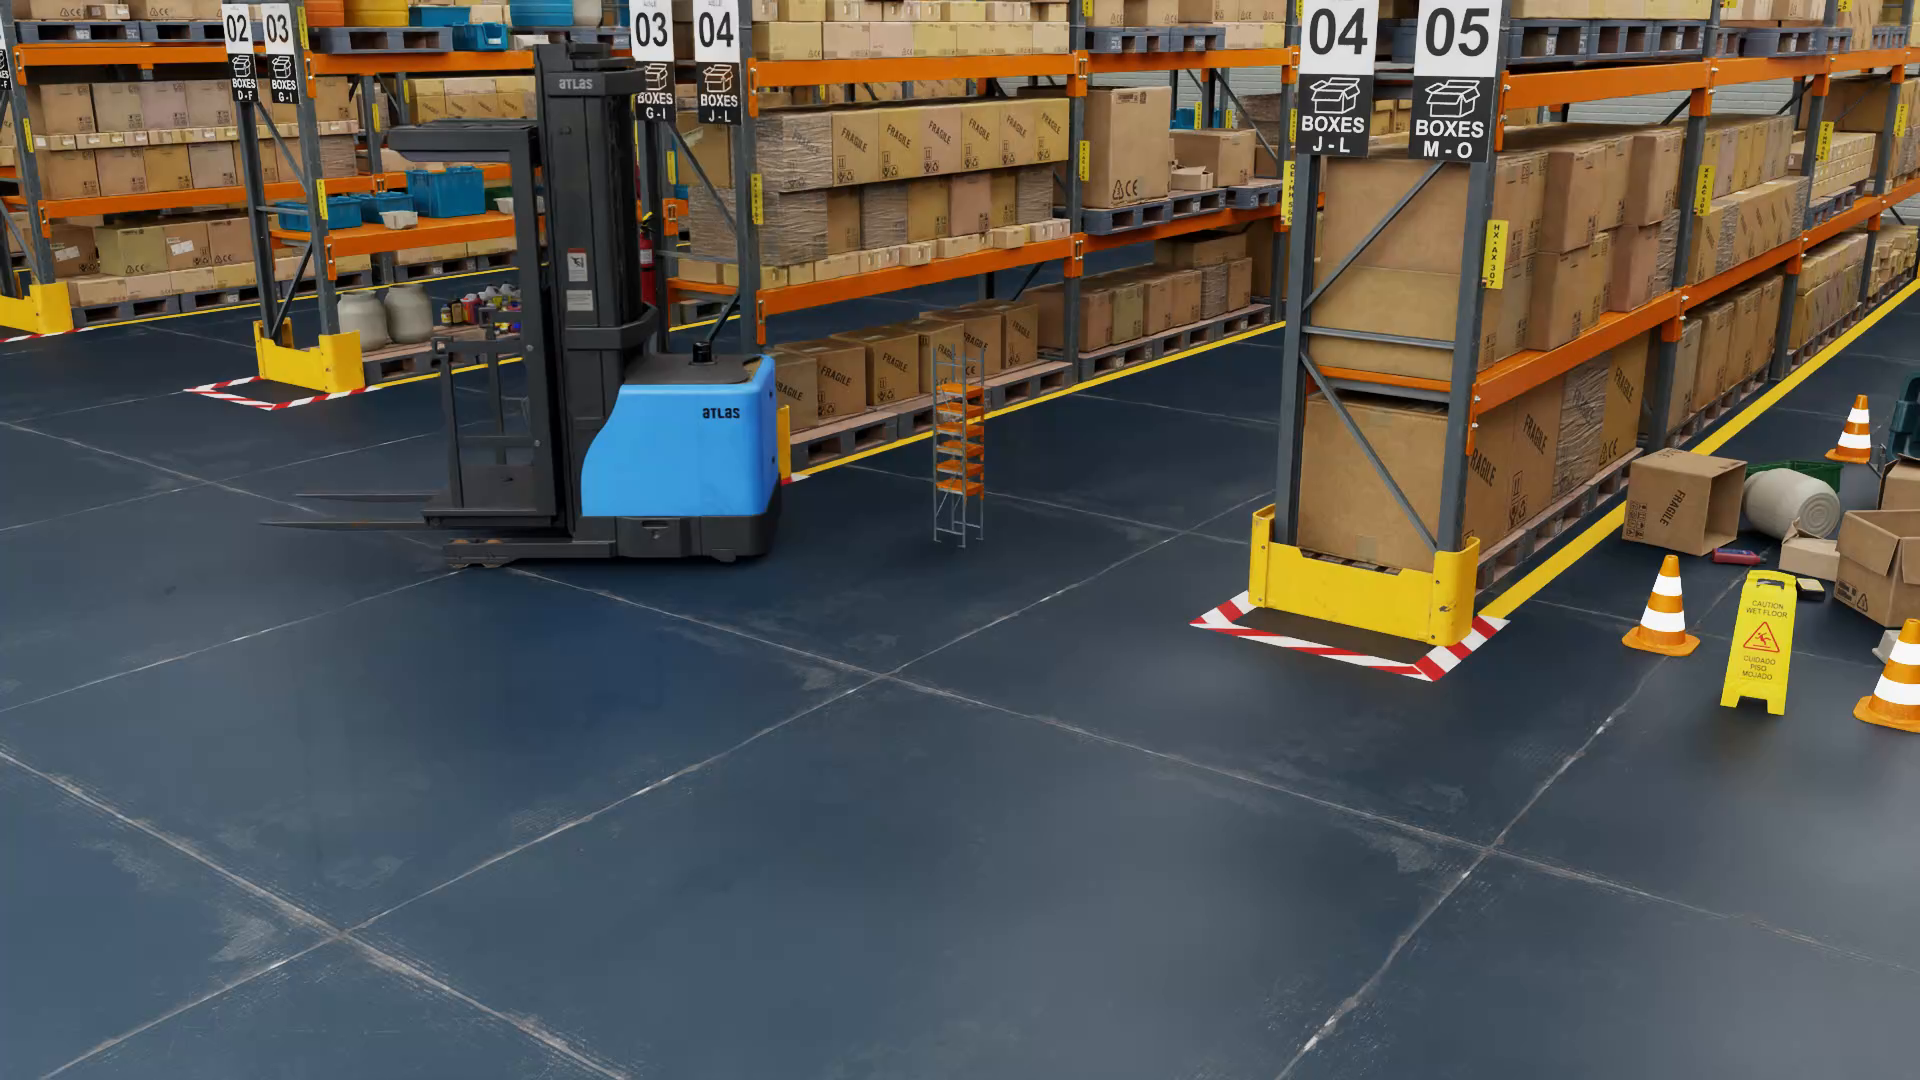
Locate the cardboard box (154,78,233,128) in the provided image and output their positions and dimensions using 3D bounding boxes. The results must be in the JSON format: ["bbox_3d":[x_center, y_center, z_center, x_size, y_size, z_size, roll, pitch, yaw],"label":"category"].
[{"bbox_3d":[-8.505,-4.837,18.404,0.700,0.500,0.500,12,21,35],"label":"cardboard box"}]

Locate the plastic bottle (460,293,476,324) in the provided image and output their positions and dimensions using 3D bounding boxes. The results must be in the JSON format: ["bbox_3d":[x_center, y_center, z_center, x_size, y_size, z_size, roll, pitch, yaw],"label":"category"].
[{"bbox_3d":[-4.841,-2.285,16.395,0.152,0.276,0.135,13,21,35],"label":"plastic bottle"}]

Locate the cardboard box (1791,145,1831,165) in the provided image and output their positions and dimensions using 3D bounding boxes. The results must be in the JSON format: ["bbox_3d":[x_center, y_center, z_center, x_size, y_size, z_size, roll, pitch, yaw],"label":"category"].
[{"bbox_3d":[7.809,-3.561,15.365,0.380,0.149,0.250,11,21,32],"label":"cardboard box"}]

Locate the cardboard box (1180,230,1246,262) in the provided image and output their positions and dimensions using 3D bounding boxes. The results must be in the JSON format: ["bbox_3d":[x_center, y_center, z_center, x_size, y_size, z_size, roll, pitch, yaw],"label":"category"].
[{"bbox_3d":[2.614,-3.046,17.202,0.500,0.250,0.500,13,22,37],"label":"cardboard box"}]

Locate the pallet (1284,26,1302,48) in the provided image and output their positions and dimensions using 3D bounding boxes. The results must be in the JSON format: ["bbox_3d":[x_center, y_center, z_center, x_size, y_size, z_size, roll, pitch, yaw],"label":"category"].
[{"bbox_3d":[3.330,-5.341,17.645,1.213,0.211,1.003,14,22,37],"label":"pallet"}]

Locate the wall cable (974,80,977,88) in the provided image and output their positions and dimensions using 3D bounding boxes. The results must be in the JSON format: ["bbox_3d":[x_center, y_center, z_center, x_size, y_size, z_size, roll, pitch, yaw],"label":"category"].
[{"bbox_3d":[-0.522,-11.033,35.835,3.097,2.526,0.112,12,21,35],"label":"wall cable"}]

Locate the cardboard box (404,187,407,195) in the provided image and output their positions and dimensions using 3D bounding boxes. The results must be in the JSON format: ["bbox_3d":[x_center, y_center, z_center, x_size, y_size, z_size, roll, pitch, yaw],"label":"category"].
[{"bbox_3d":[-8.402,-5.788,26.740,0.750,0.750,0.750,12,21,34],"label":"cardboard box"}]

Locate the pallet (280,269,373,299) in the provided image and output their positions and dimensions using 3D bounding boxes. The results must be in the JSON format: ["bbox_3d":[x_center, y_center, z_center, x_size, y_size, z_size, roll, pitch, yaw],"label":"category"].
[{"bbox_3d":[-7.856,-3.121,19.938,1.003,0.211,1.213,12,21,35],"label":"pallet"}]

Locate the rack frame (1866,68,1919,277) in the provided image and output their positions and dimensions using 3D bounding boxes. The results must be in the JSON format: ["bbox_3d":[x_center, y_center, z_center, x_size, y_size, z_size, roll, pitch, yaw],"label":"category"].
[{"bbox_3d":[11.678,-4.841,20.774,1.000,3.000,0.127,12,21,35],"label":"rack frame"}]

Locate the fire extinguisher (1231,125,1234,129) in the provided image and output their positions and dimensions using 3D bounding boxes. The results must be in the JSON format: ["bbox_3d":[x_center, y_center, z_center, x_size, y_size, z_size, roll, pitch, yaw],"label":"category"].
[{"bbox_3d":[4.232,-6.357,26.416,0.296,0.674,0.183,12,21,35],"label":"fire extinguisher"}]

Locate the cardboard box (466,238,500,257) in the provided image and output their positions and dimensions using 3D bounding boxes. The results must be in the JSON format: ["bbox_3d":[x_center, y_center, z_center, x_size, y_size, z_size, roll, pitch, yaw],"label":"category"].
[{"bbox_3d":[-6.297,-3.820,21.414,0.500,0.250,0.500,12,21,33],"label":"cardboard box"}]

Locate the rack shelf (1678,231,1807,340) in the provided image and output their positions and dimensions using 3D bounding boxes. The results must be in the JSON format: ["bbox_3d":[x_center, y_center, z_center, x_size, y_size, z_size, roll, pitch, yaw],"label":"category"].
[{"bbox_3d":[5.720,-2.115,13.211,1.077,0.370,4.000,12,21,35],"label":"rack shelf"}]

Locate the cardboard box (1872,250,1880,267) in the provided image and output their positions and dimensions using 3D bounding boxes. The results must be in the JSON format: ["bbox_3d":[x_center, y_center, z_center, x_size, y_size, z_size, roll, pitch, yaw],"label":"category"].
[{"bbox_3d":[9.879,-3.112,18.302,0.380,0.149,0.250,14,22,37],"label":"cardboard box"}]

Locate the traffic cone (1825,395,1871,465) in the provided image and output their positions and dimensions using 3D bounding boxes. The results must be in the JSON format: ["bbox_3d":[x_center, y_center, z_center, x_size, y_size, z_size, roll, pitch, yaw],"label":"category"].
[{"bbox_3d":[6.540,-0.824,12.116,0.336,0.463,0.334,12,21,35],"label":"traffic cone"}]

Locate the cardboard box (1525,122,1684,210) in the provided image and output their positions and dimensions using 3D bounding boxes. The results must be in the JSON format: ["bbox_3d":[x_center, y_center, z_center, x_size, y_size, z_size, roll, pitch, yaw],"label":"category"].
[{"bbox_3d":[4.281,-2.488,11.125,0.875,0.550,0.550,12,21,35],"label":"cardboard box"}]

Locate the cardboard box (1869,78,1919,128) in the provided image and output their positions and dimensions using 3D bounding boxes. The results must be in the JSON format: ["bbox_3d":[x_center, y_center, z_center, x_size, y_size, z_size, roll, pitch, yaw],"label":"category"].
[{"bbox_3d":[10.381,-4.861,18.482,0.500,0.500,0.500,13,21,36],"label":"cardboard box"}]

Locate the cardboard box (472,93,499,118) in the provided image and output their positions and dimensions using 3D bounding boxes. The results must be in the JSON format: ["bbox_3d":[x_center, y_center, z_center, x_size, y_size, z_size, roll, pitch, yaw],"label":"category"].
[{"bbox_3d":[-7.834,-6.973,26.935,0.500,0.500,0.500,12,21,34],"label":"cardboard box"}]

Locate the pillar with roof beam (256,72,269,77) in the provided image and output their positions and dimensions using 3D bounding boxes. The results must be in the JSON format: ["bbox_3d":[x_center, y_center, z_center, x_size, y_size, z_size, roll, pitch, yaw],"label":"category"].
[{"bbox_3d":[-6.957,-8.409,22.150,9.100,9.000,0.400,12,21,35],"label":"pillar with roof beam"}]

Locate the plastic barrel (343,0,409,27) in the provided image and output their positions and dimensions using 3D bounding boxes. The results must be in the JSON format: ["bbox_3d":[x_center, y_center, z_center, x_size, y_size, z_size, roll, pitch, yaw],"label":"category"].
[{"bbox_3d":[-5.179,-4.823,14.632,0.600,0.588,0.600,0,17,0],"label":"plastic barrel"}]

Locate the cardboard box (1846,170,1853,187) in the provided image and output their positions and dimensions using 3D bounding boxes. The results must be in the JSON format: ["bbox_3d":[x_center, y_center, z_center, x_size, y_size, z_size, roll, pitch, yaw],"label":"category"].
[{"bbox_3d":[8.602,-3.591,16.466,0.380,0.149,0.250,11,21,32],"label":"cardboard box"}]

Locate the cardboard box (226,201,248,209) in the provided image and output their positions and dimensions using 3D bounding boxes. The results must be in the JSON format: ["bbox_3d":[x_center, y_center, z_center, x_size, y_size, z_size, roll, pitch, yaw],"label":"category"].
[{"bbox_3d":[-10.636,-4.836,24.231,0.700,0.500,0.500,12,21,34],"label":"cardboard box"}]

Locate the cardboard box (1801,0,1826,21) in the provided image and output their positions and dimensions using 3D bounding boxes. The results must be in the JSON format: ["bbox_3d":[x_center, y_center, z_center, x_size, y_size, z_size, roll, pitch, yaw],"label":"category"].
[{"bbox_3d":[6.530,-4.272,13.157,0.500,0.311,0.500,12,21,35],"label":"cardboard box"}]

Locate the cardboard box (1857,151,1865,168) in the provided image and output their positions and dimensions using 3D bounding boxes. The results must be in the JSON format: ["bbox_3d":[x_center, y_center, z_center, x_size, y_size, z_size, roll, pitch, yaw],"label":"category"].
[{"bbox_3d":[8.910,-3.860,16.828,0.380,0.149,0.250,14,22,37],"label":"cardboard box"}]

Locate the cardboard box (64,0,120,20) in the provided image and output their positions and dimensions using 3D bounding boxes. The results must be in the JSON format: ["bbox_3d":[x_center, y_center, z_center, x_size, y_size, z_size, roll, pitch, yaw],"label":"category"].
[{"bbox_3d":[-9.257,-5.631,17.570,0.500,0.250,0.500,12,21,35],"label":"cardboard box"}]

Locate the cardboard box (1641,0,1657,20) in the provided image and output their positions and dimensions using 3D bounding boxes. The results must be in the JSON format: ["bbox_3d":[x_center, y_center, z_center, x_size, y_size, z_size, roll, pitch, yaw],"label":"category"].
[{"bbox_3d":[3.811,-3.097,9.647,0.380,0.149,0.250,12,21,34],"label":"cardboard box"}]

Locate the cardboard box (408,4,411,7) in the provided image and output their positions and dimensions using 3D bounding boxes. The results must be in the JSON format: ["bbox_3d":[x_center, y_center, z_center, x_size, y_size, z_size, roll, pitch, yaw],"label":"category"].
[{"bbox_3d":[-6.973,-6.341,20.093,0.500,0.250,0.500,15,23,40],"label":"cardboard box"}]

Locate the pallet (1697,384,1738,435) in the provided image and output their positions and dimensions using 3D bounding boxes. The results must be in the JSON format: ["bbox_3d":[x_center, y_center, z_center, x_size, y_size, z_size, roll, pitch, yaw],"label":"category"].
[{"bbox_3d":[5.654,-1.140,13.558,1.003,0.211,1.213,12,21,35],"label":"pallet"}]

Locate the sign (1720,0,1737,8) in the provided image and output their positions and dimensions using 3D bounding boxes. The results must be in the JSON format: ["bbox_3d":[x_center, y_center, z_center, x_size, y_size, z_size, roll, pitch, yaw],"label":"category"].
[{"bbox_3d":[4.975,-3.602,10.723,0.100,0.325,0.005,12,21,35],"label":"sign"}]

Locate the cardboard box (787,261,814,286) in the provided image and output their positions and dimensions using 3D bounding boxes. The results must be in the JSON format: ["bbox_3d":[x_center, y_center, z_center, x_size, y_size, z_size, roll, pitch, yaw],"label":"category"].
[{"bbox_3d":[-1.252,-1.892,11.703,0.380,0.149,0.250,12,21,35],"label":"cardboard box"}]

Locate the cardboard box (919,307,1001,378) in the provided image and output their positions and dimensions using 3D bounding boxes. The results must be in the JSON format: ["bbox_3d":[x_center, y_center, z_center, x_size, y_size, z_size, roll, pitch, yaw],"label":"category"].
[{"bbox_3d":[0.000,-1.664,14.051,0.500,0.500,0.500,-12,21,-33],"label":"cardboard box"}]

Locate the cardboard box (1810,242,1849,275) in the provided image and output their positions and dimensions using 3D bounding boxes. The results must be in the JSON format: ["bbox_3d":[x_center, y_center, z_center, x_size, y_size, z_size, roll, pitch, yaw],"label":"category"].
[{"bbox_3d":[8.434,-2.782,16.388,0.500,0.250,0.500,11,21,32],"label":"cardboard box"}]

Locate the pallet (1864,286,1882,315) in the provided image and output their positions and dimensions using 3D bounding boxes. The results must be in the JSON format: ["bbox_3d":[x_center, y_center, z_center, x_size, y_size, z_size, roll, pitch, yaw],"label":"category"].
[{"bbox_3d":[9.667,-2.723,18.655,1.003,0.211,1.213,12,21,35],"label":"pallet"}]

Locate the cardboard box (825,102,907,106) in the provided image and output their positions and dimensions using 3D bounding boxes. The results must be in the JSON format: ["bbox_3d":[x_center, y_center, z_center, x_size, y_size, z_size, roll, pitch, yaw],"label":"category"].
[{"bbox_3d":[-0.751,-3.129,12.905,0.500,0.500,0.500,12,21,35],"label":"cardboard box"}]

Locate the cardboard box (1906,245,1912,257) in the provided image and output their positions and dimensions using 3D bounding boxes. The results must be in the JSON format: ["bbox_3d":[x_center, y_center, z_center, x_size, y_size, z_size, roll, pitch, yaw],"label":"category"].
[{"bbox_3d":[11.285,-3.522,20.124,0.380,0.149,0.250,11,21,32],"label":"cardboard box"}]

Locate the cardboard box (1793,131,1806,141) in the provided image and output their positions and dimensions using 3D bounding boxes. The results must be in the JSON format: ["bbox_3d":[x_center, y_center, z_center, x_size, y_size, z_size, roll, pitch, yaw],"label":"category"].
[{"bbox_3d":[8.691,-4.240,17.553,0.380,0.149,0.250,14,22,37],"label":"cardboard box"}]

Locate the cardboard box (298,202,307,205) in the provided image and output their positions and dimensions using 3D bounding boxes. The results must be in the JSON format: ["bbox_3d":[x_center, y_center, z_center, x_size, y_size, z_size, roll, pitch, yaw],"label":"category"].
[{"bbox_3d":[-7.876,-3.825,20.167,0.500,0.500,0.500,12,21,35],"label":"cardboard box"}]

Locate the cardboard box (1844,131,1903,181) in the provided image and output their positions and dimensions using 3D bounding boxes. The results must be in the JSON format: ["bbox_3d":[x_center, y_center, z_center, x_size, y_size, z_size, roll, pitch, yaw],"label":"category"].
[{"bbox_3d":[9.793,-4.151,17.884,0.500,0.500,0.500,12,21,34],"label":"cardboard box"}]

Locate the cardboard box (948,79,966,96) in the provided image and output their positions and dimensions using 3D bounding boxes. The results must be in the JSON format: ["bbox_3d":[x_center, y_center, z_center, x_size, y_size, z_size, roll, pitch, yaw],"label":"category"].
[{"bbox_3d":[-0.243,-7.863,28.653,0.500,0.500,0.500,12,21,34],"label":"cardboard box"}]

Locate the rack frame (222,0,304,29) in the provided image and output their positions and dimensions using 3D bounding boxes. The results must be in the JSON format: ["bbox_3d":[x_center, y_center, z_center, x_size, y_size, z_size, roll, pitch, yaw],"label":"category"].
[{"bbox_3d":[-5.756,-5.671,13.331,1.000,3.000,0.127,12,21,35],"label":"rack frame"}]

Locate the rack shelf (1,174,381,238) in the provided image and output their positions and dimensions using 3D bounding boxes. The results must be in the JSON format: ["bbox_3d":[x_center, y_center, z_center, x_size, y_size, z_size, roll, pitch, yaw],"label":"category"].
[{"bbox_3d":[-8.540,-3.815,18.683,1.077,0.370,4.000,12,21,35],"label":"rack shelf"}]

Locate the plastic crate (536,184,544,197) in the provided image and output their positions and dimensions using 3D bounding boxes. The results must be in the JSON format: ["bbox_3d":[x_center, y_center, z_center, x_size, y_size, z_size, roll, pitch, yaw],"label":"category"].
[{"bbox_3d":[-3.814,-3.376,16.307,0.499,0.251,0.616,12,21,35],"label":"plastic crate"}]

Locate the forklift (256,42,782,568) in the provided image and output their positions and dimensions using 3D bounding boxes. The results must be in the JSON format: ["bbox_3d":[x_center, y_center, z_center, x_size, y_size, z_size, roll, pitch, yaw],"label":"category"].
[{"bbox_3d":[-2.647,-1.392,9.783,3.031,2.935,1.130,0,17,-1],"label":"forklift"}]

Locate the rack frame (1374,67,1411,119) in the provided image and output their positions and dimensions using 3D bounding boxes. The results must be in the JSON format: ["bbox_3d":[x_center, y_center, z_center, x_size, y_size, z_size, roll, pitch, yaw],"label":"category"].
[{"bbox_3d":[5.372,-4.789,20.606,1.000,3.000,0.127,12,21,35],"label":"rack frame"}]

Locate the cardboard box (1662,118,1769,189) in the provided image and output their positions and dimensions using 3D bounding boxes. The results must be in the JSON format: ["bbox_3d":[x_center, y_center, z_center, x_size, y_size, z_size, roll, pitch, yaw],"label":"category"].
[{"bbox_3d":[6.032,-3.112,13.353,0.700,0.500,0.500,12,21,34],"label":"cardboard box"}]

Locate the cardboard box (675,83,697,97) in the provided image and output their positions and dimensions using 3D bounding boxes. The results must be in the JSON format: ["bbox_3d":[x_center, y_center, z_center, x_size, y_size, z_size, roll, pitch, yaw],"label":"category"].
[{"bbox_3d":[-5.361,-8.032,30.545,0.980,0.700,0.700,11,20,32],"label":"cardboard box"}]

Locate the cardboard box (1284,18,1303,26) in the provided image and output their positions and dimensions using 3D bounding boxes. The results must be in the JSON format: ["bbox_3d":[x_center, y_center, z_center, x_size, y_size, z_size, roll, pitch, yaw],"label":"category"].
[{"bbox_3d":[3.294,-5.676,17.525,0.797,0.503,0.637,14,22,38],"label":"cardboard box"}]

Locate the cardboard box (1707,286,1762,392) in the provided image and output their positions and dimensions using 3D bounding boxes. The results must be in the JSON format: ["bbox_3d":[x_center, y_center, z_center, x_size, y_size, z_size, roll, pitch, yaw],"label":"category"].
[{"bbox_3d":[5.959,-1.724,13.821,1.050,0.750,0.750,13,21,36],"label":"cardboard box"}]

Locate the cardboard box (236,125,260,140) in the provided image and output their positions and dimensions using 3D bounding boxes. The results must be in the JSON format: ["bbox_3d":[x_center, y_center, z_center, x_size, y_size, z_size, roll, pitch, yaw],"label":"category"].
[{"bbox_3d":[-8.096,-4.587,18.696,0.380,0.149,0.250,13,22,36],"label":"cardboard box"}]

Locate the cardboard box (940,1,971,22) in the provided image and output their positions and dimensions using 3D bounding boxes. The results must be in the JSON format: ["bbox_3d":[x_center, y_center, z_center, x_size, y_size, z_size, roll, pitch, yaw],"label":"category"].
[{"bbox_3d":[-0.137,-3.991,12.561,0.380,0.149,0.250,14,22,37],"label":"cardboard box"}]

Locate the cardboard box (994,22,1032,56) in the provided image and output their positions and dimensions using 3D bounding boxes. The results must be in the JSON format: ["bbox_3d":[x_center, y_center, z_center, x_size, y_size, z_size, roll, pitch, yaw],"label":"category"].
[{"bbox_3d":[0.224,-3.967,13.155,0.500,0.250,0.500,13,22,36],"label":"cardboard box"}]

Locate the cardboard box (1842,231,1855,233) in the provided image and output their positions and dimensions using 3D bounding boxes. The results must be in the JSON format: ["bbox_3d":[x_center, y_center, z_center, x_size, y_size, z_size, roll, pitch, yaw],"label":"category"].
[{"bbox_3d":[10.519,-3.637,19.993,0.380,0.149,0.250,13,22,37],"label":"cardboard box"}]

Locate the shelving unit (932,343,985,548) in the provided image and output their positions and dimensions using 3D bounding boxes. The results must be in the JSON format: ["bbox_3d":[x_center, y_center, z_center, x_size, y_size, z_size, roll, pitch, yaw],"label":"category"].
[{"bbox_3d":[-0.009,-0.570,10.055,0.258,1.200,0.189,12,21,35],"label":"shelving unit"}]

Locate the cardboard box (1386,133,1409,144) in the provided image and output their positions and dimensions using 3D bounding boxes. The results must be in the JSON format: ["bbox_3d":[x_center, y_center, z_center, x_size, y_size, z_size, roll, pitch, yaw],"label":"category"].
[{"bbox_3d":[5.012,-4.560,19.702,0.500,0.500,0.500,13,22,36],"label":"cardboard box"}]

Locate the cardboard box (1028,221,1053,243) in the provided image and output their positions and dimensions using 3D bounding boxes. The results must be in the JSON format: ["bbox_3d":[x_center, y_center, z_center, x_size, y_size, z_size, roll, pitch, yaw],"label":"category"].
[{"bbox_3d":[0.557,-2.602,13.989,0.380,0.149,0.250,12,21,35],"label":"cardboard box"}]

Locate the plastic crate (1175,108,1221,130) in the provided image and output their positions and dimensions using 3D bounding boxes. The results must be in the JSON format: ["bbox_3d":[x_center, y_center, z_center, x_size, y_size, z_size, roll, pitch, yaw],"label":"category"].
[{"bbox_3d":[3.728,-6.549,26.115,0.616,0.435,0.499,12,21,35],"label":"plastic crate"}]

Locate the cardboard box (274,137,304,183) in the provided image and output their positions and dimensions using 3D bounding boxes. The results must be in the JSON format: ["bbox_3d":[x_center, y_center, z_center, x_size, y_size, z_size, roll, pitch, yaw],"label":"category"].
[{"bbox_3d":[-7.917,-4.449,19.343,0.700,0.500,0.500,12,21,34],"label":"cardboard box"}]

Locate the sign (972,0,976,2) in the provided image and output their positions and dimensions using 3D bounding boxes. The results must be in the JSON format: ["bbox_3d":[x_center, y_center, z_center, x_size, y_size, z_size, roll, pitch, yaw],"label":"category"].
[{"bbox_3d":[0.236,-9.245,28.407,0.100,0.325,0.005,12,21,35],"label":"sign"}]
